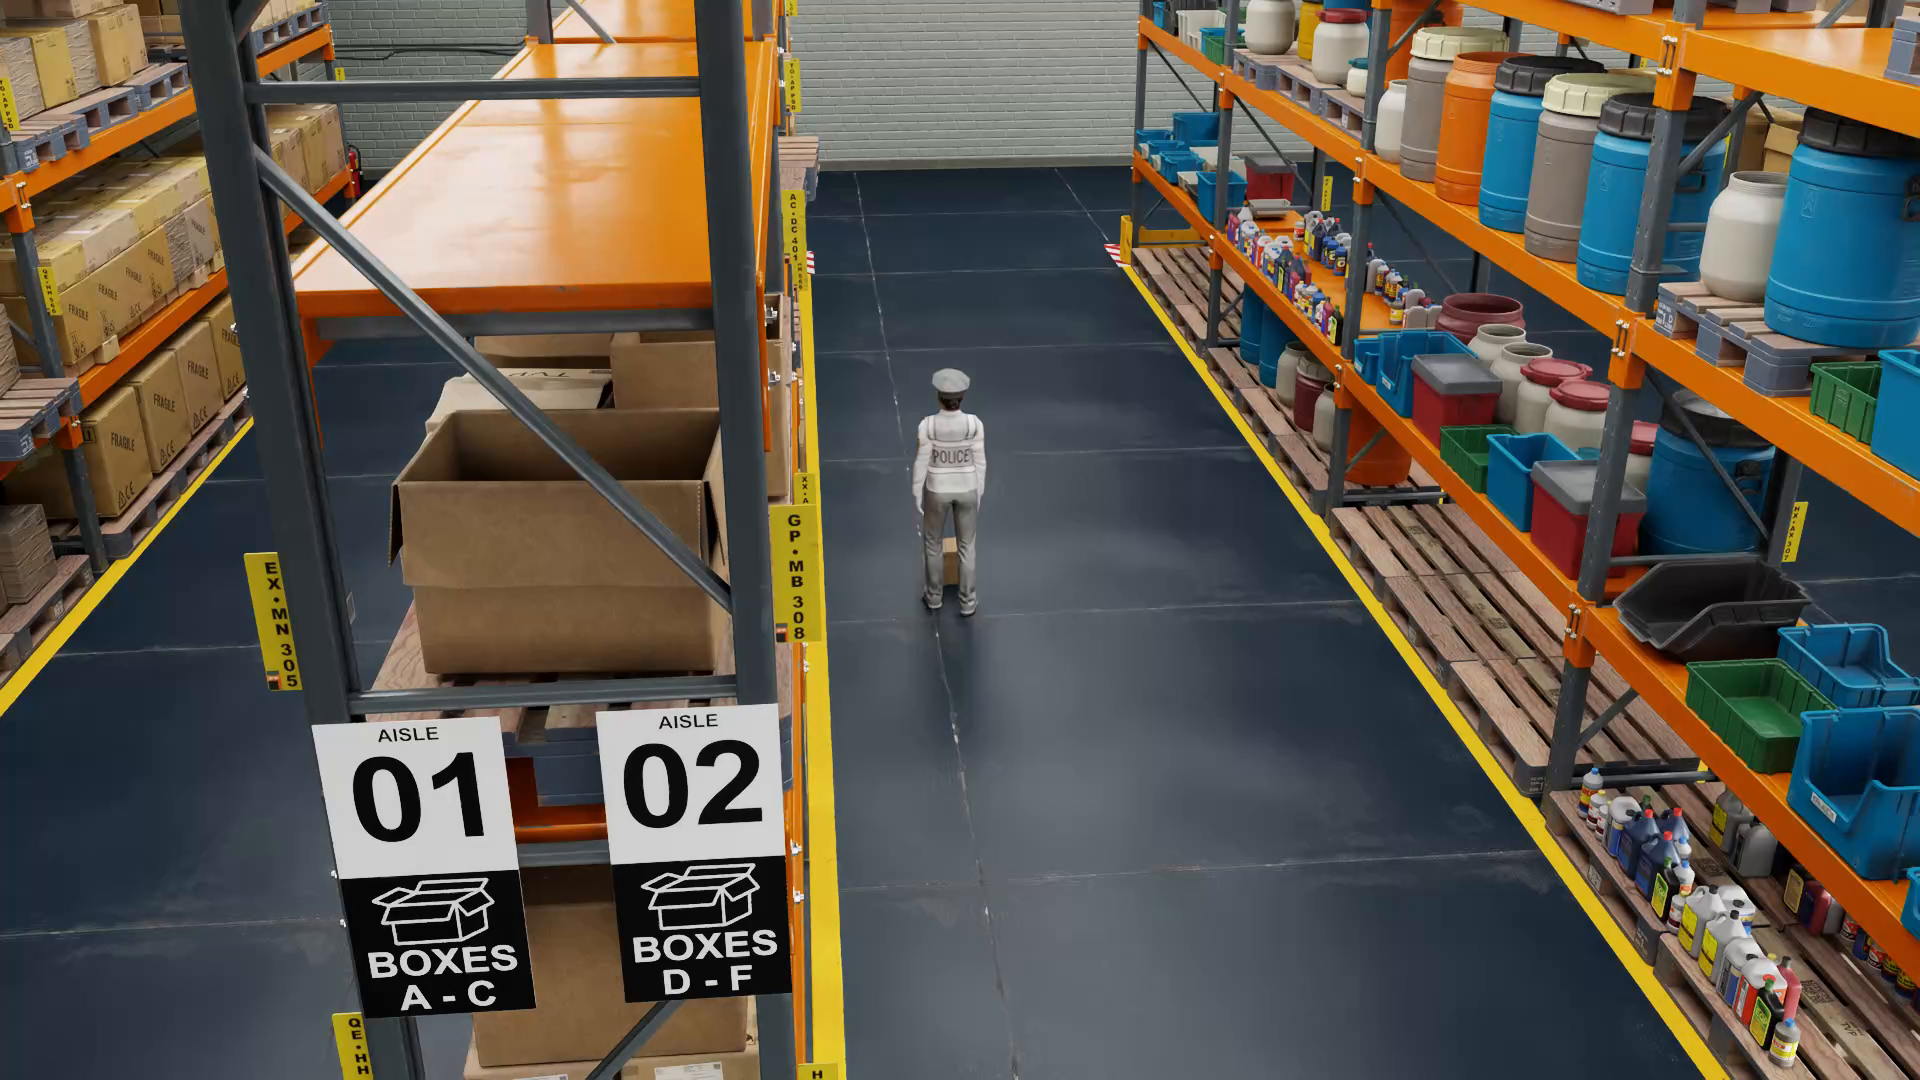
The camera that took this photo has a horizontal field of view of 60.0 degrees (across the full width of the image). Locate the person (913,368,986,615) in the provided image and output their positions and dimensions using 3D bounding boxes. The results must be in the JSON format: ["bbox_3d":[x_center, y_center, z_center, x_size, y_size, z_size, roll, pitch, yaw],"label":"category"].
[{"bbox_3d":[-0.077,-0.326,11.021,0.481,1.679,0.403,-2,24,-5],"label":"person"}]
